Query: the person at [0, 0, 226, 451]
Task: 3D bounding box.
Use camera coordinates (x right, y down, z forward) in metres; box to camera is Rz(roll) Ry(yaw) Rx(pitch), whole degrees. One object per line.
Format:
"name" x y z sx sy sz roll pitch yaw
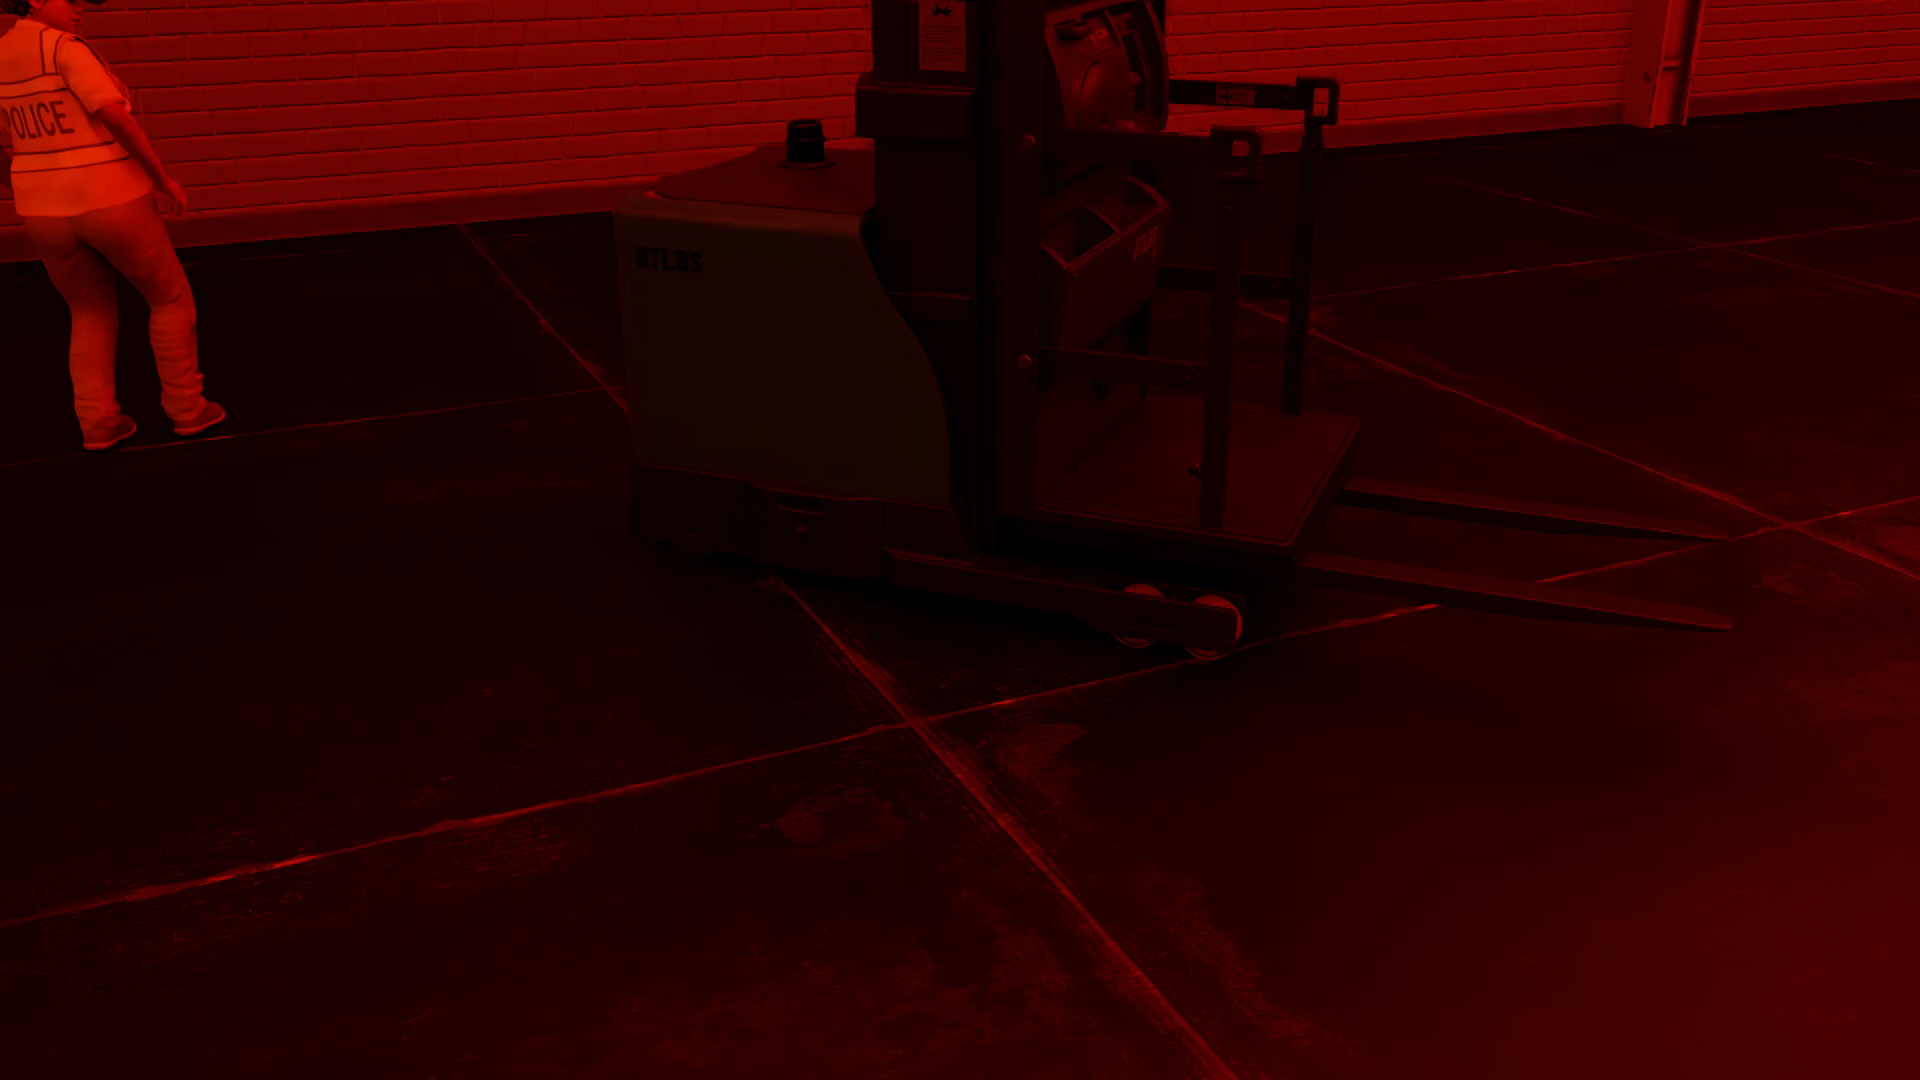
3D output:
"person" -2.963 -1.142 5.709 0.680 1.651 0.502 3 23 8

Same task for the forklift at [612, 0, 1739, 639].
"forklift" 0.615 -1.310 4.441 3.031 2.935 1.130 5 23 11
